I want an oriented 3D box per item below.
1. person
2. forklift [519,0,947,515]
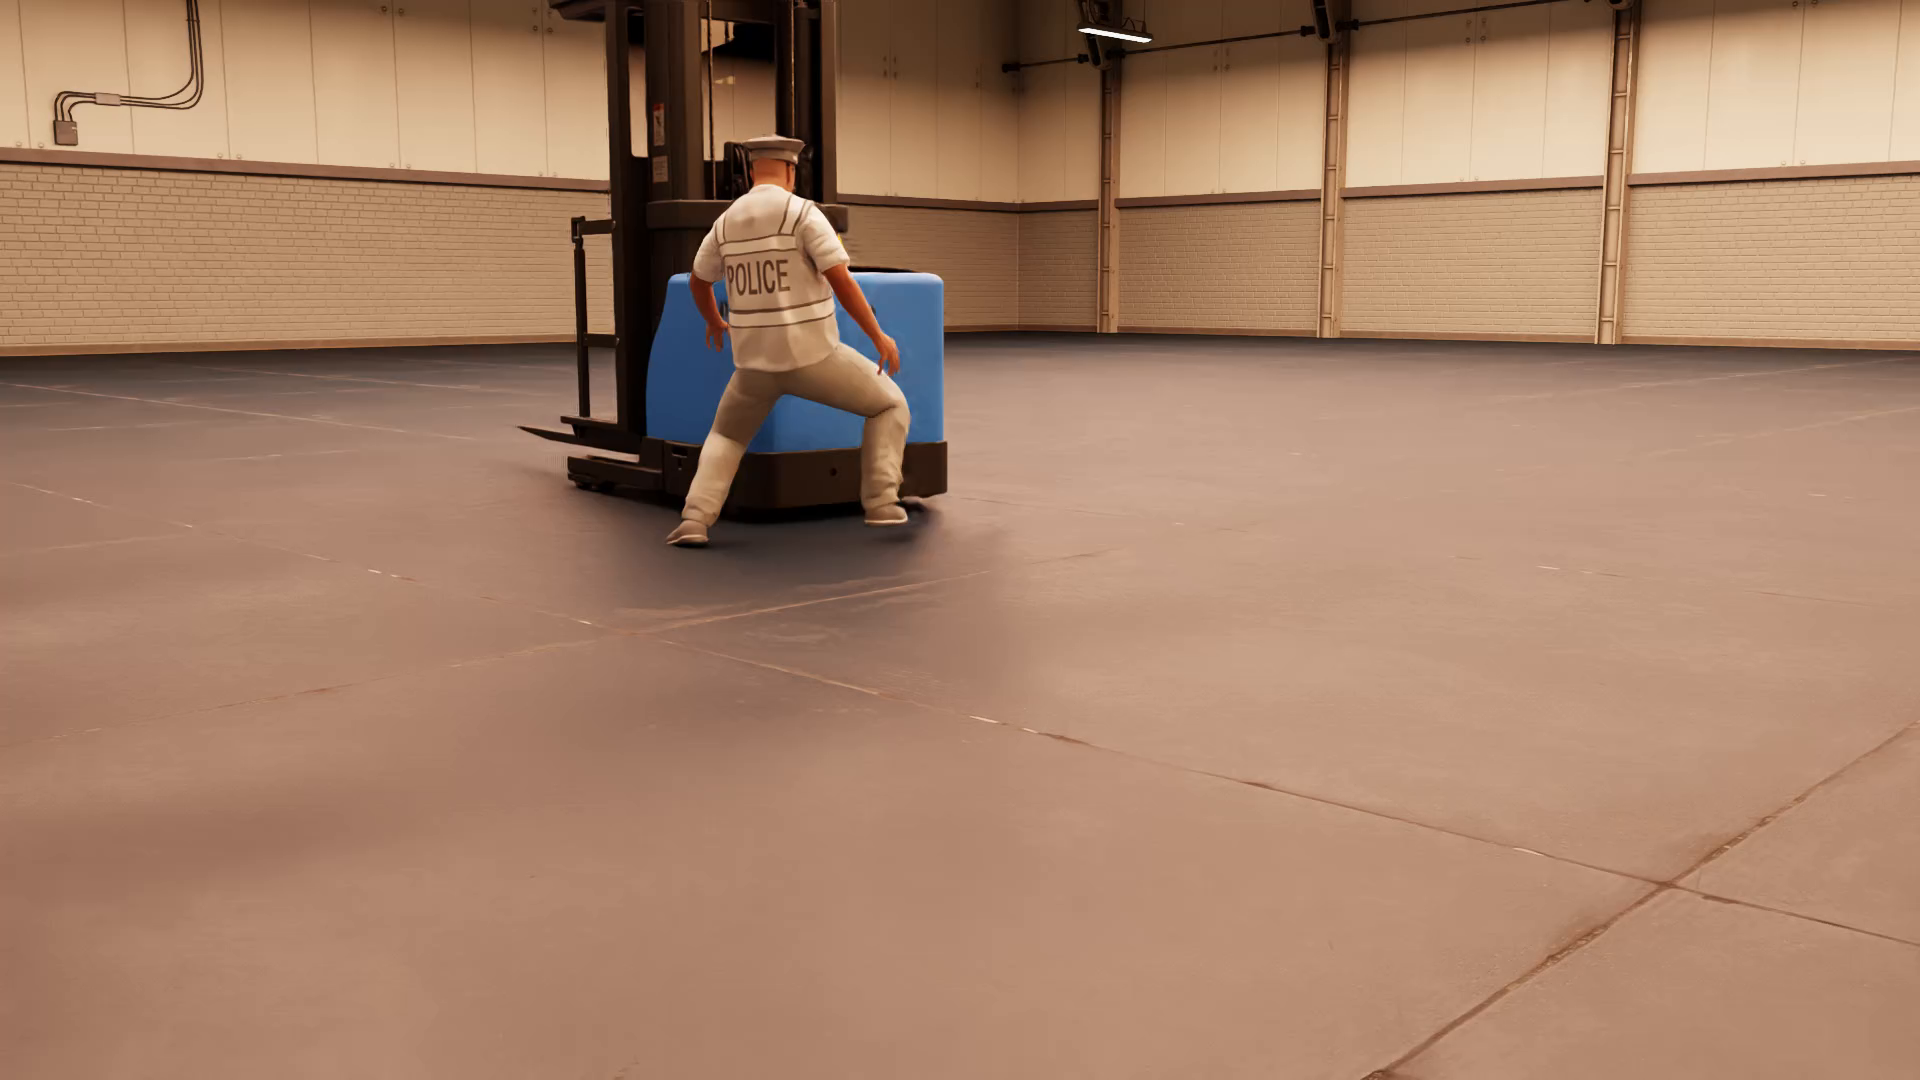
[{"bbox_3d":[-0.725,-0.773,6.609,0.971,1.628,0.727,4,10,26],"label":"person"},{"bbox_3d":[-1.349,-1.730,8.363,1.130,2.935,3.031,-6,11,-37],"label":"forklift"}]
